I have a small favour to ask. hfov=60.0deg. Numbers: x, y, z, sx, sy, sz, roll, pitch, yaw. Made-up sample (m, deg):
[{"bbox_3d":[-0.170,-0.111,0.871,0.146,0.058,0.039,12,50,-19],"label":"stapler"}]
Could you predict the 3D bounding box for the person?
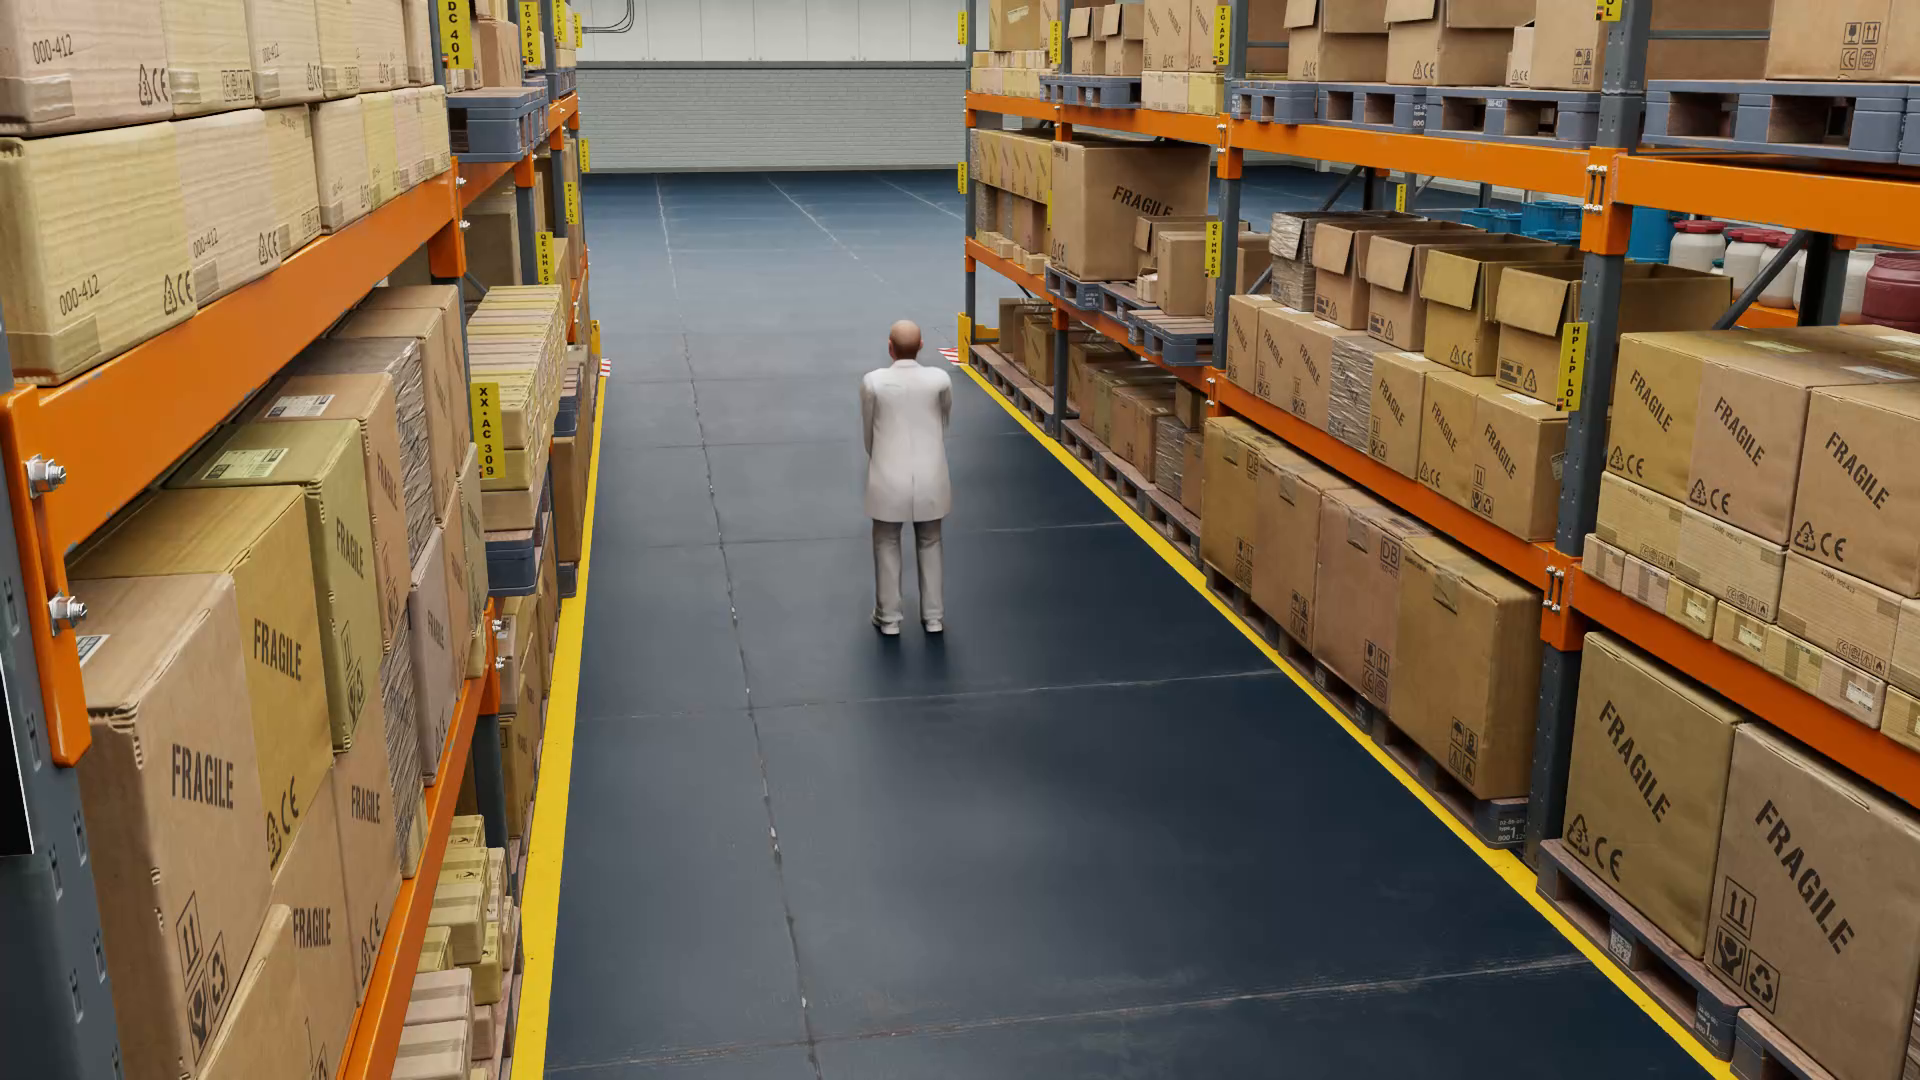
[{"bbox_3d":[-0.321,-0.353,9.286,0.650,1.773,0.429,-4,17,-14],"label":"person"}]
